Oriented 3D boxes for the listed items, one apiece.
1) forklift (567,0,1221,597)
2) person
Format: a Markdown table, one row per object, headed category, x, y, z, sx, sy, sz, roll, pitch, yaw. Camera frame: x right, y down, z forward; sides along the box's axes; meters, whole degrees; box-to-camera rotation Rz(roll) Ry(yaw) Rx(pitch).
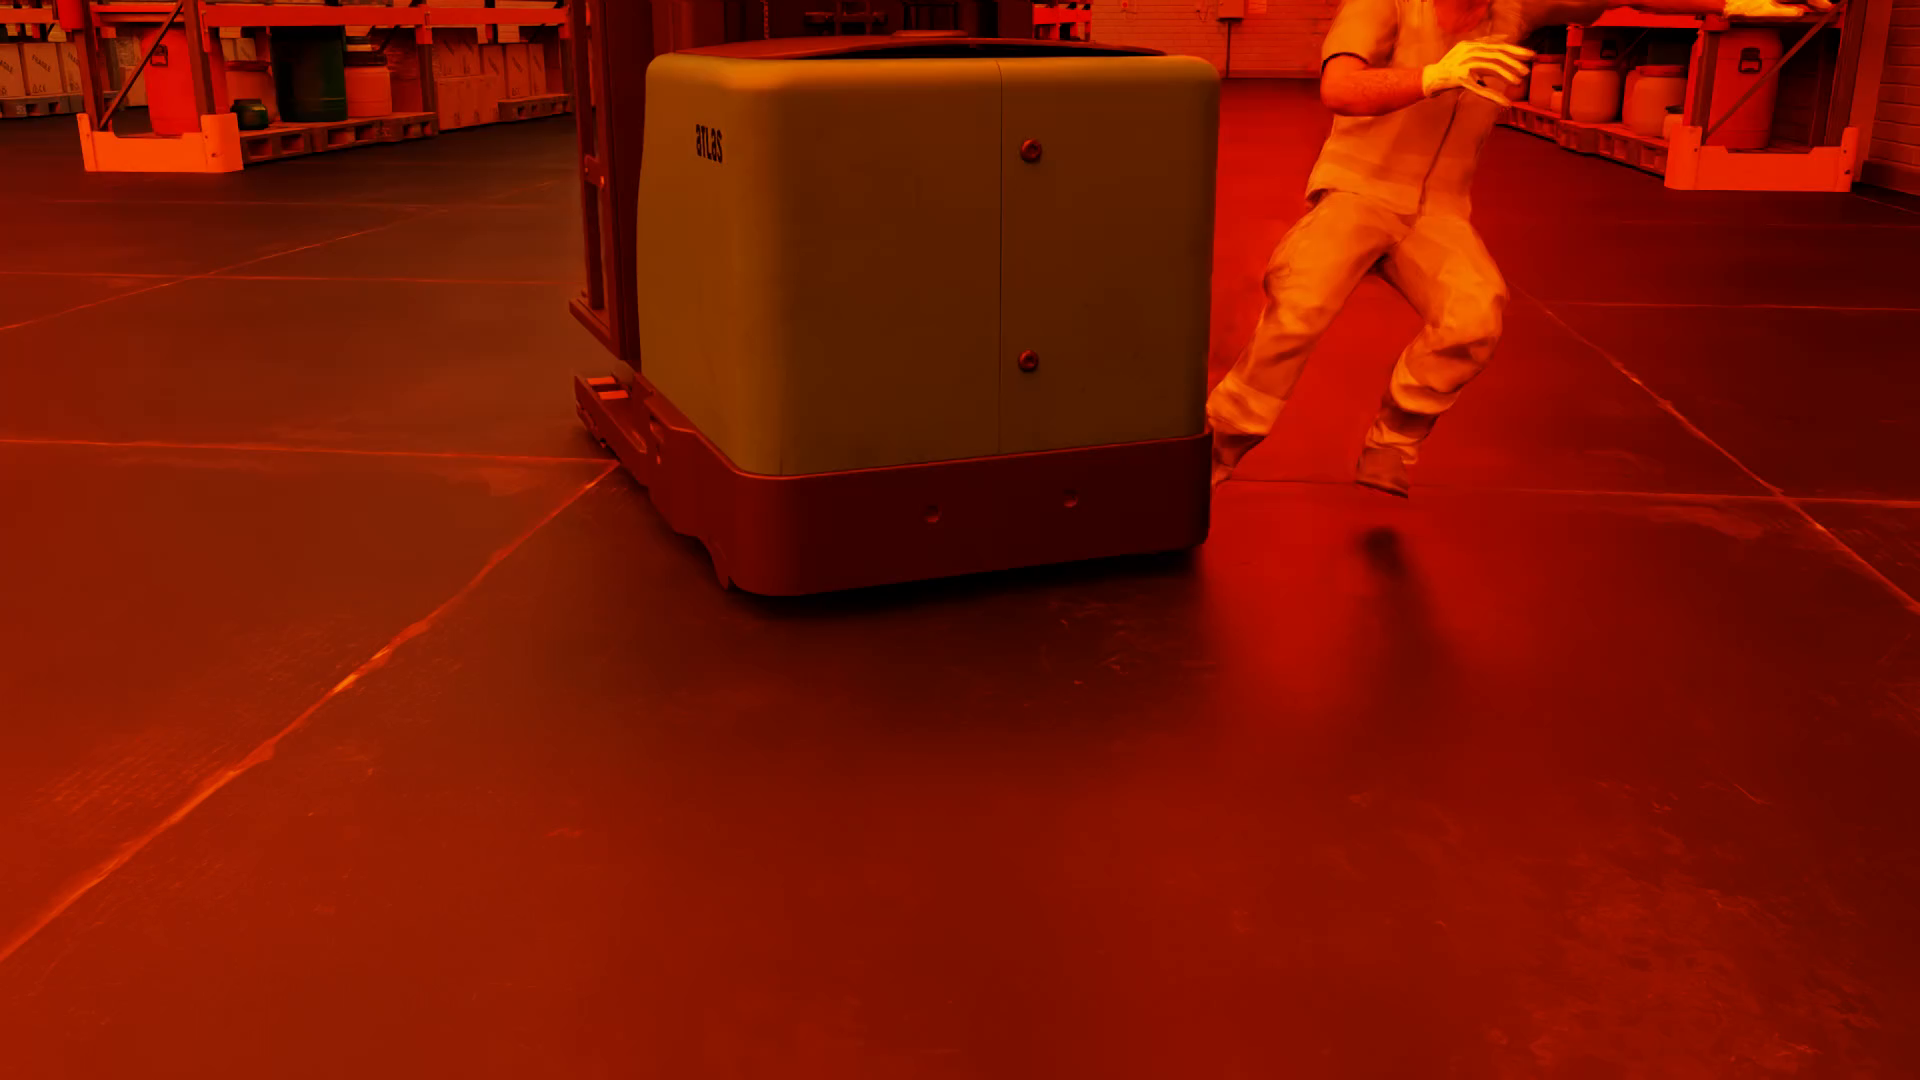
| category | x | y | z | sx | sy | sz | roll | pitch | yaw |
| --- | --- | --- | --- | --- | --- | --- | --- | --- | --- |
| forklift | -0.470 | -1.690 | 4.313 | 1.130 | 2.935 | 3.031 | -7 | 19 | -20 |
| person | 1.131 | -0.766 | 3.770 | 1.613 | 1.479 | 0.804 | -5 | 18 | -15 |
